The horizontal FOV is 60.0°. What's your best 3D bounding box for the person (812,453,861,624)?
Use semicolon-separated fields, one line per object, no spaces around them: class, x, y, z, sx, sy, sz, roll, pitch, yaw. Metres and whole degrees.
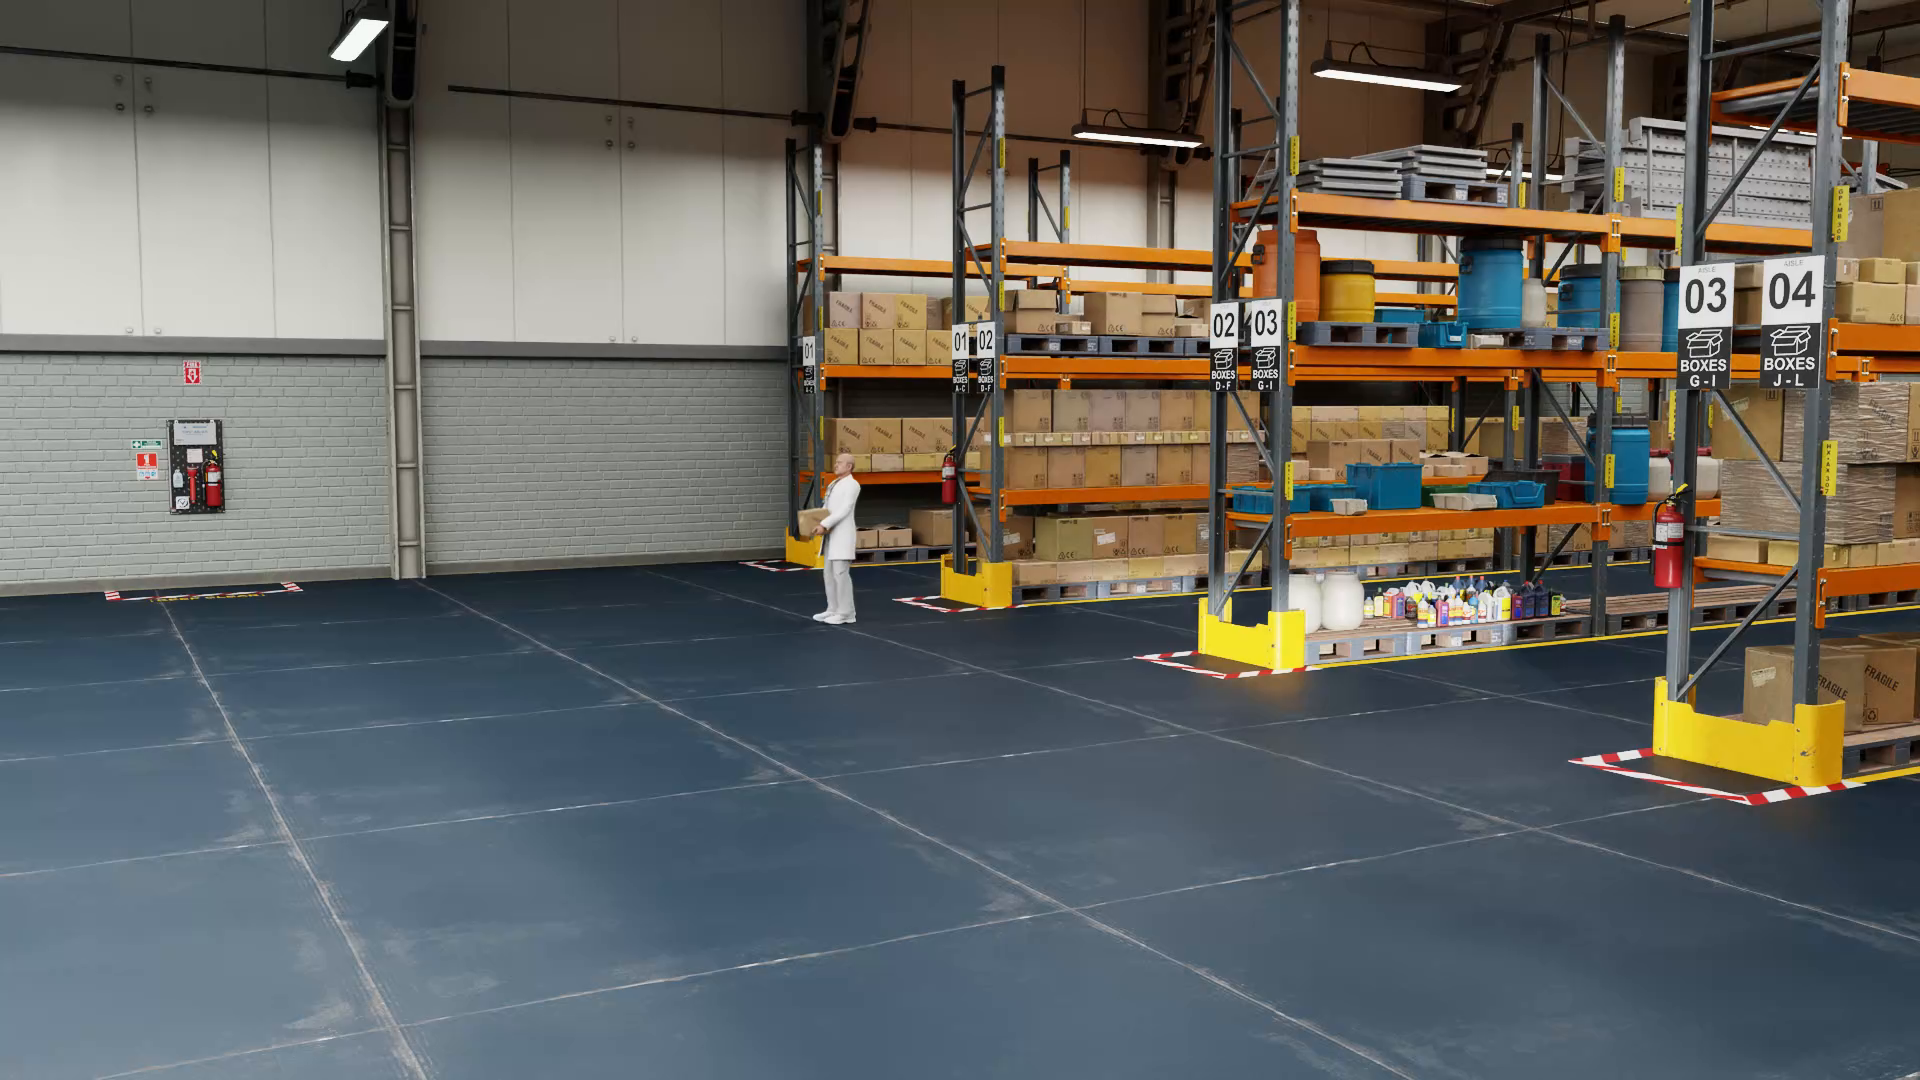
person;-1.351;-0.017;17.391;0.554;1.773;0.532;-3;6;-29
